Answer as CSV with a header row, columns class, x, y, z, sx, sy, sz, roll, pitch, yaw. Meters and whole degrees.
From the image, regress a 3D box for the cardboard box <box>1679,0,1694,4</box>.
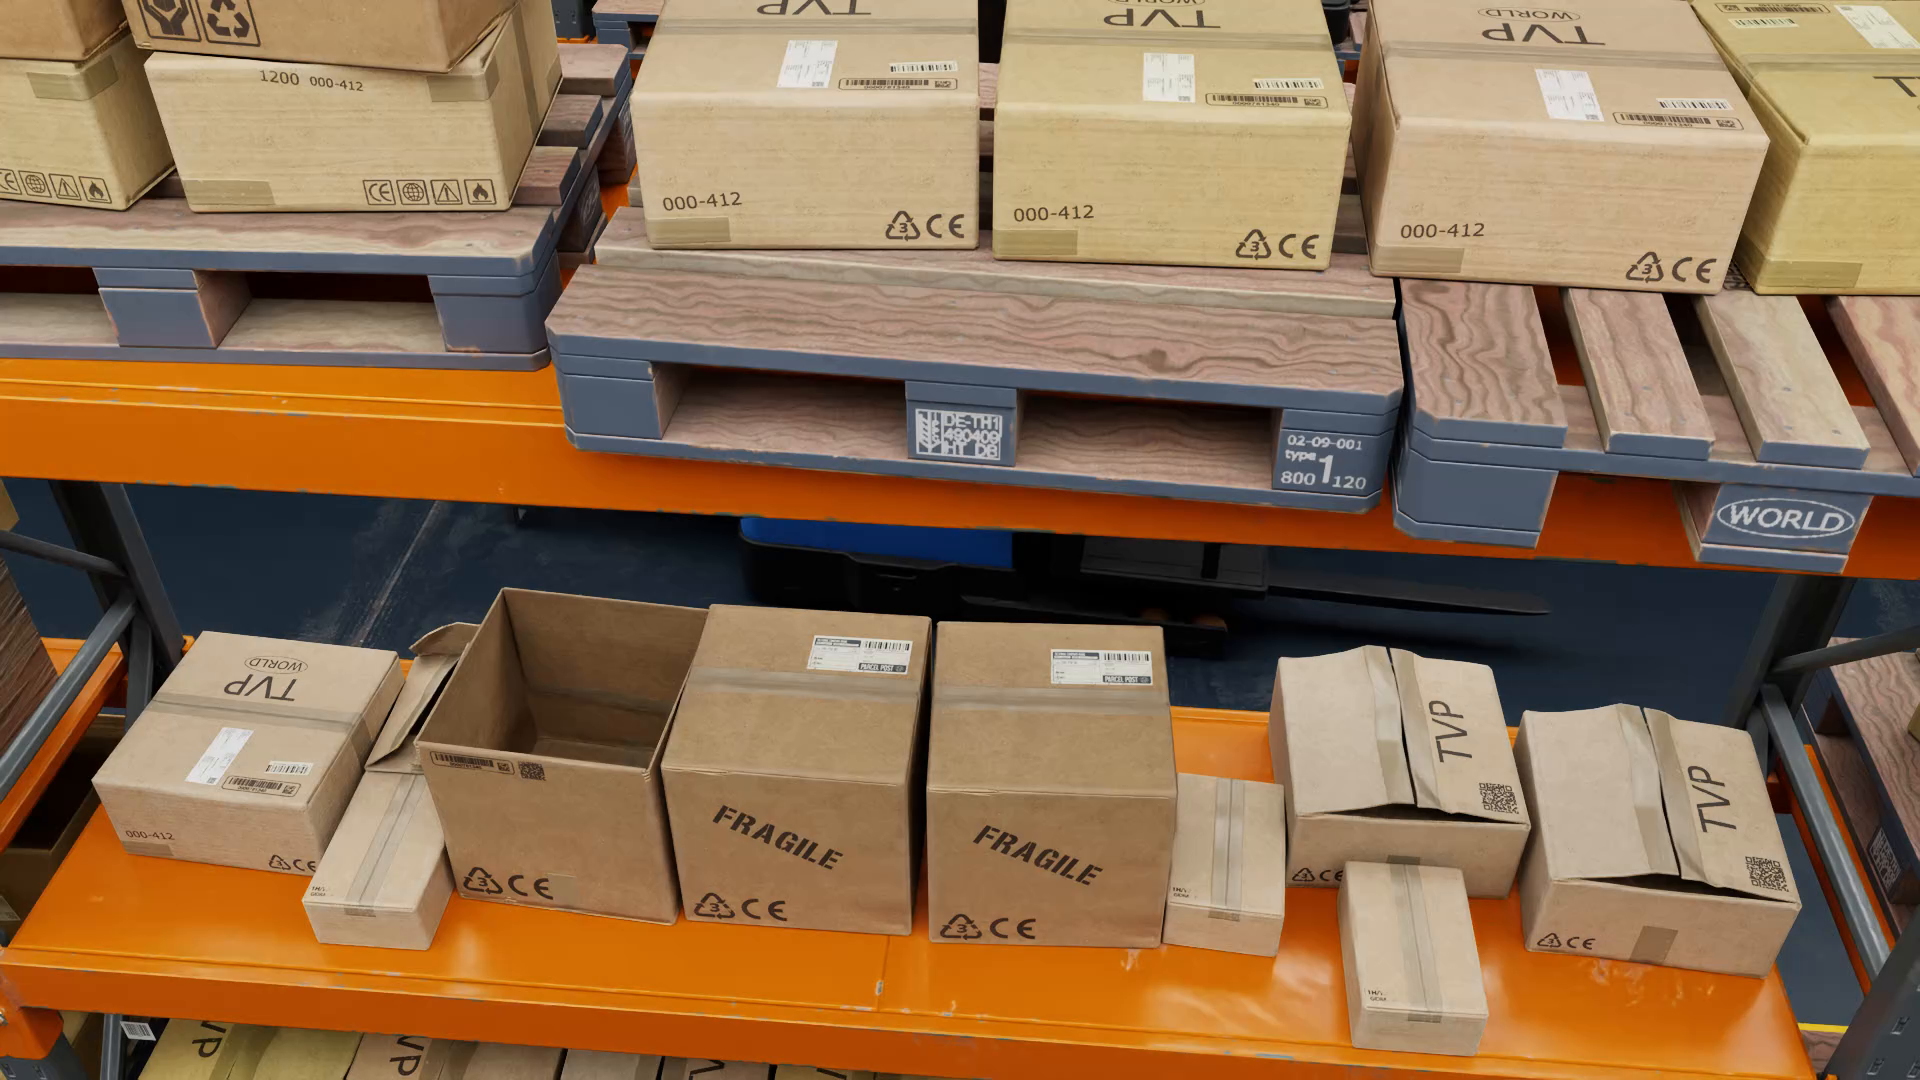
class,x,y,z,sx,sy,sz,roll,pitch,yaw
cardboard box,3.270,-2.404,6.996,0.500,0.500,0.500,4,39,5

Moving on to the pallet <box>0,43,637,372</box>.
class,x,y,z,sx,sy,sz,roll,pitch,yaw
pallet,-1.241,-0.615,2.905,1.217,0.209,0.805,2,39,2

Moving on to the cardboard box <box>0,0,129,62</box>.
class,x,y,z,sx,sy,sz,roll,pitch,yaw
cardboard box,-1.510,-1.066,2.500,0.500,0.500,0.500,4,39,4

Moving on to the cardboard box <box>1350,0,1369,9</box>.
class,x,y,z,sx,sy,sz,roll,pitch,yaw
cardboard box,1.818,-2.692,7.254,0.500,0.500,0.700,-1,39,-1

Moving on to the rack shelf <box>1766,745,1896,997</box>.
class,x,y,z,sx,sy,sz,roll,pitch,yaw
rack shelf,3.856,1.040,3.666,4.000,0.370,1.077,3,39,4

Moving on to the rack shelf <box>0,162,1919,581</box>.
class,x,y,z,sx,sy,sz,roll,pitch,yaw
rack shelf,-0.129,-0.341,2.987,4.000,0.370,1.077,3,39,4

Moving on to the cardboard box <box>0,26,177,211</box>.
class,x,y,z,sx,sy,sz,roll,pitch,yaw
cardboard box,-1.508,-0.794,2.760,0.500,0.250,0.500,7,40,8

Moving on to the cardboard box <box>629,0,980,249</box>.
class,x,y,z,sx,sy,sz,roll,pitch,yaw
cardboard box,-0.222,-0.691,2.633,0.500,0.250,0.500,0,39,0

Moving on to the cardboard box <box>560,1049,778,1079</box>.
class,x,y,z,sx,sy,sz,roll,pitch,yaw
cardboard box,-0.717,1.357,4.108,0.500,0.311,0.500,2,39,2

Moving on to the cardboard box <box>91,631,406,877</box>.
class,x,y,z,sx,sy,sz,roll,pitch,yaw
cardboard box,-1.627,0.492,3.889,0.500,0.250,0.500,5,39,7

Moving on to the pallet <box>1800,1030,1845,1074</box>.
class,x,y,z,sx,sy,sz,roll,pitch,yaw
pallet,2.604,1.798,4.374,1.213,0.211,1.003,3,39,4

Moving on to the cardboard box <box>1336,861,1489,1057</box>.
class,x,y,z,sx,sy,sz,roll,pitch,yaw
cardboard box,0.944,0.874,3.499,0.250,0.149,0.380,3,39,4

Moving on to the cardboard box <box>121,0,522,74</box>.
class,x,y,z,sx,sy,sz,roll,pitch,yaw
cardboard box,-0.941,-1.050,2.480,0.500,0.500,0.500,7,40,8

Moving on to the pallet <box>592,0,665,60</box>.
class,x,y,z,sx,sy,sz,roll,pitch,yaw
pallet,-0.949,-2.474,7.565,1.213,0.211,1.003,3,39,4

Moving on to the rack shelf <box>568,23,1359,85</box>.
class,x,y,z,sx,sy,sz,roll,pitch,yaw
rack shelf,0.295,-2.294,7.762,4.000,0.370,1.077,3,39,4

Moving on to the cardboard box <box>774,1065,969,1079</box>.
class,x,y,z,sx,sy,sz,roll,pitch,yaw
cardboard box,-0.199,1.382,4.077,0.500,0.311,0.500,4,39,5

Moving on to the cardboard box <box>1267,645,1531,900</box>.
class,x,y,z,sx,sy,sz,roll,pitch,yaw
cardboard box,0.989,0.516,3.811,0.500,0.311,0.500,3,39,3

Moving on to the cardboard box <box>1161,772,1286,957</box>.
class,x,y,z,sx,sy,sz,roll,pitch,yaw
cardboard box,0.588,0.715,3.694,0.250,0.149,0.380,6,40,7

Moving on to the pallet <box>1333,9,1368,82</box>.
class,x,y,z,sx,sy,sz,roll,pitch,yaw
pallet,1.568,-2.361,7.427,1.003,0.211,1.213,3,39,4

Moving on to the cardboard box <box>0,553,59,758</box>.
class,x,y,z,sx,sy,sz,roll,pitch,yaw
cardboard box,-2.564,0.375,3.834,0.500,0.500,0.700,2,39,3

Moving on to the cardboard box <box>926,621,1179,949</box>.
class,x,y,z,sx,sy,sz,roll,pitch,yaw
cardboard box,0.191,0.532,3.641,0.500,0.500,0.500,1,39,1

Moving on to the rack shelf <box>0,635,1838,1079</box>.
class,x,y,z,sx,sy,sz,roll,pitch,yaw
rack shelf,-0.129,0.822,3.934,4.000,0.370,1.077,3,39,4

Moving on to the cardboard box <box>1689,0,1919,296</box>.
class,x,y,z,sx,sy,sz,roll,pitch,yaw
cardboard box,1.407,-0.605,2.528,0.500,0.250,0.500,0,39,1

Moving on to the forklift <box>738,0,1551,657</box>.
class,x,y,z,sx,sy,sz,roll,pitch,yaw
forklift,0.719,-1.062,5.733,3.031,2.935,1.130,6,40,7

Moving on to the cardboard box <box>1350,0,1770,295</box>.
class,x,y,z,sx,sy,sz,roll,pitch,yaw
cardboard box,0.883,-0.623,2.549,0.500,0.250,0.500,4,39,5

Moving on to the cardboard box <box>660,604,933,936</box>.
class,x,y,z,sx,sy,sz,roll,pitch,yaw
cardboard box,-0.334,0.503,3.676,0.500,0.500,0.500,3,39,4

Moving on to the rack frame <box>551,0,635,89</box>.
class,x,y,z,sx,sy,sz,roll,pitch,yaw
rack frame,-1.698,-2.682,7.668,0.127,3.000,1.000,3,39,4

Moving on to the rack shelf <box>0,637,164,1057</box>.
class,x,y,z,sx,sy,sz,roll,pitch,yaw
rack shelf,-4.114,0.604,4.201,4.000,0.370,1.077,3,39,4

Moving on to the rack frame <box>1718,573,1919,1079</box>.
class,x,y,z,sx,sy,sz,roll,pitch,yaw
rack frame,1.864,0.652,3.573,0.127,3.000,1.000,3,39,4

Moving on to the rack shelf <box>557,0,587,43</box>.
class,x,y,z,sx,sy,sz,roll,pitch,yaw
rack shelf,-3.690,-2.512,8.029,4.000,0.370,1.077,3,39,4

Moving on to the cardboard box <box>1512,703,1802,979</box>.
class,x,y,z,sx,sy,sz,roll,pitch,yaw
cardboard box,1.505,0.639,3.659,0.500,0.311,0.500,5,39,7

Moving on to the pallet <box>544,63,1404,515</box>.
class,x,y,z,sx,sy,sz,roll,pitch,yaw
pallet,0.066,-0.478,2.734,1.213,0.211,1.003,5,39,6

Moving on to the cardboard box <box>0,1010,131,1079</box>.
class,x,y,z,sx,sy,sz,roll,pitch,yaw
cardboard box,-2.602,1.450,4.438,0.500,0.250,0.500,3,39,4

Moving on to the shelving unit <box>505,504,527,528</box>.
class,x,y,z,sx,sy,sz,roll,pitch,yaw
shelving unit,-1.288,-0.737,6.467,1.048,1.500,0.538,6,40,7

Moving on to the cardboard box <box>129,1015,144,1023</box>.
class,x,y,z,sx,sy,sz,roll,pitch,yaw
cardboard box,-2.557,1.122,4.841,0.500,0.250,0.500,3,39,4

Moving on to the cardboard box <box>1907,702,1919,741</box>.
class,x,y,z,sx,sy,sz,roll,pitch,yaw
cardboard box,2.501,0.414,3.454,0.500,0.500,0.700,-9,40,-11

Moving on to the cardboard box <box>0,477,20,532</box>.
class,x,y,z,sx,sy,sz,roll,pitch,yaw
cardboard box,-2.372,0.007,3.772,0.250,0.149,0.380,3,39,4

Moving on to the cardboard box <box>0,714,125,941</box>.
class,x,y,z,sx,sy,sz,roll,pitch,yaw
cardboard box,-2.556,0.825,4.612,0.500,0.500,0.500,3,39,4

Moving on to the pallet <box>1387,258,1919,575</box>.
class,x,y,z,sx,sy,sz,roll,pitch,yaw
pallet,1.180,-0.419,2.662,1.003,0.211,1.213,5,39,6

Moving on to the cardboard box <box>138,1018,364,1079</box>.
class,x,y,z,sx,sy,sz,roll,pitch,yaw
cardboard box,-1.731,1.299,4.179,0.500,0.311,0.500,3,39,4

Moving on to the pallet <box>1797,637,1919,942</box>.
class,x,y,z,sx,sy,sz,roll,pitch,yaw
pallet,2.545,0.719,3.642,1.003,0.211,1.213,3,39,4

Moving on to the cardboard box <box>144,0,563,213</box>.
class,x,y,z,sx,sy,sz,roll,pitch,yaw
cardboard box,-0.961,-0.766,2.725,0.500,0.250,0.500,0,39,-1

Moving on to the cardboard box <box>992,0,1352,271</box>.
class,x,y,z,sx,sy,sz,roll,pitch,yaw
cardboard box,0.314,-0.661,2.596,0.500,0.250,0.500,2,39,3

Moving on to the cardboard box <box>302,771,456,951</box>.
class,x,y,z,sx,sy,sz,roll,pitch,yaw
cardboard box,-1.256,0.708,3.703,0.250,0.149,0.380,3,39,4

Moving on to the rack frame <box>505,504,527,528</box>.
class,x,y,z,sx,sy,sz,roll,pitch,yaw
rack frame,-1.790,-0.788,6.530,0.032,1.500,0.500,6,40,7

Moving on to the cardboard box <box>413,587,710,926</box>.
class,x,y,z,sx,sy,sz,roll,pitch,yaw
cardboard box,-0.833,0.476,3.710,0.500,0.500,0.500,6,40,7

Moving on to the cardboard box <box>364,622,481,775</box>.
class,x,y,z,sx,sy,sz,roll,pitch,yaw
cardboard box,-1.230,0.419,3.966,0.258,0.266,0.396,2,39,3

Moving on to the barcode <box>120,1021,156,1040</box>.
class,x,y,z,sx,sy,sz,roll,pitch,yaw
barcode,-1.903,1.136,3.849,0.075,0.075,0.001,3,39,4

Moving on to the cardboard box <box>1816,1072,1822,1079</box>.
class,x,y,z,sx,sy,sz,roll,pitch,yaw
cardboard box,2.293,1.655,3.972,0.500,0.500,0.500,5,39,6

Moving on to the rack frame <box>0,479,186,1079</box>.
class,x,y,z,sx,sy,sz,roll,pitch,yaw
rack frame,-2.121,0.434,3.841,0.127,3.000,1.000,3,39,4

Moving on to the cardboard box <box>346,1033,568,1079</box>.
class,x,y,z,sx,sy,sz,roll,pitch,yaw
cardboard box,-1.233,1.330,4.141,0.500,0.311,0.500,3,39,3

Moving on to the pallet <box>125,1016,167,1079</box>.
class,x,y,z,sx,sy,sz,roll,pitch,yaw
pallet,-2.910,1.446,4.806,1.213,0.211,1.003,3,39,4
